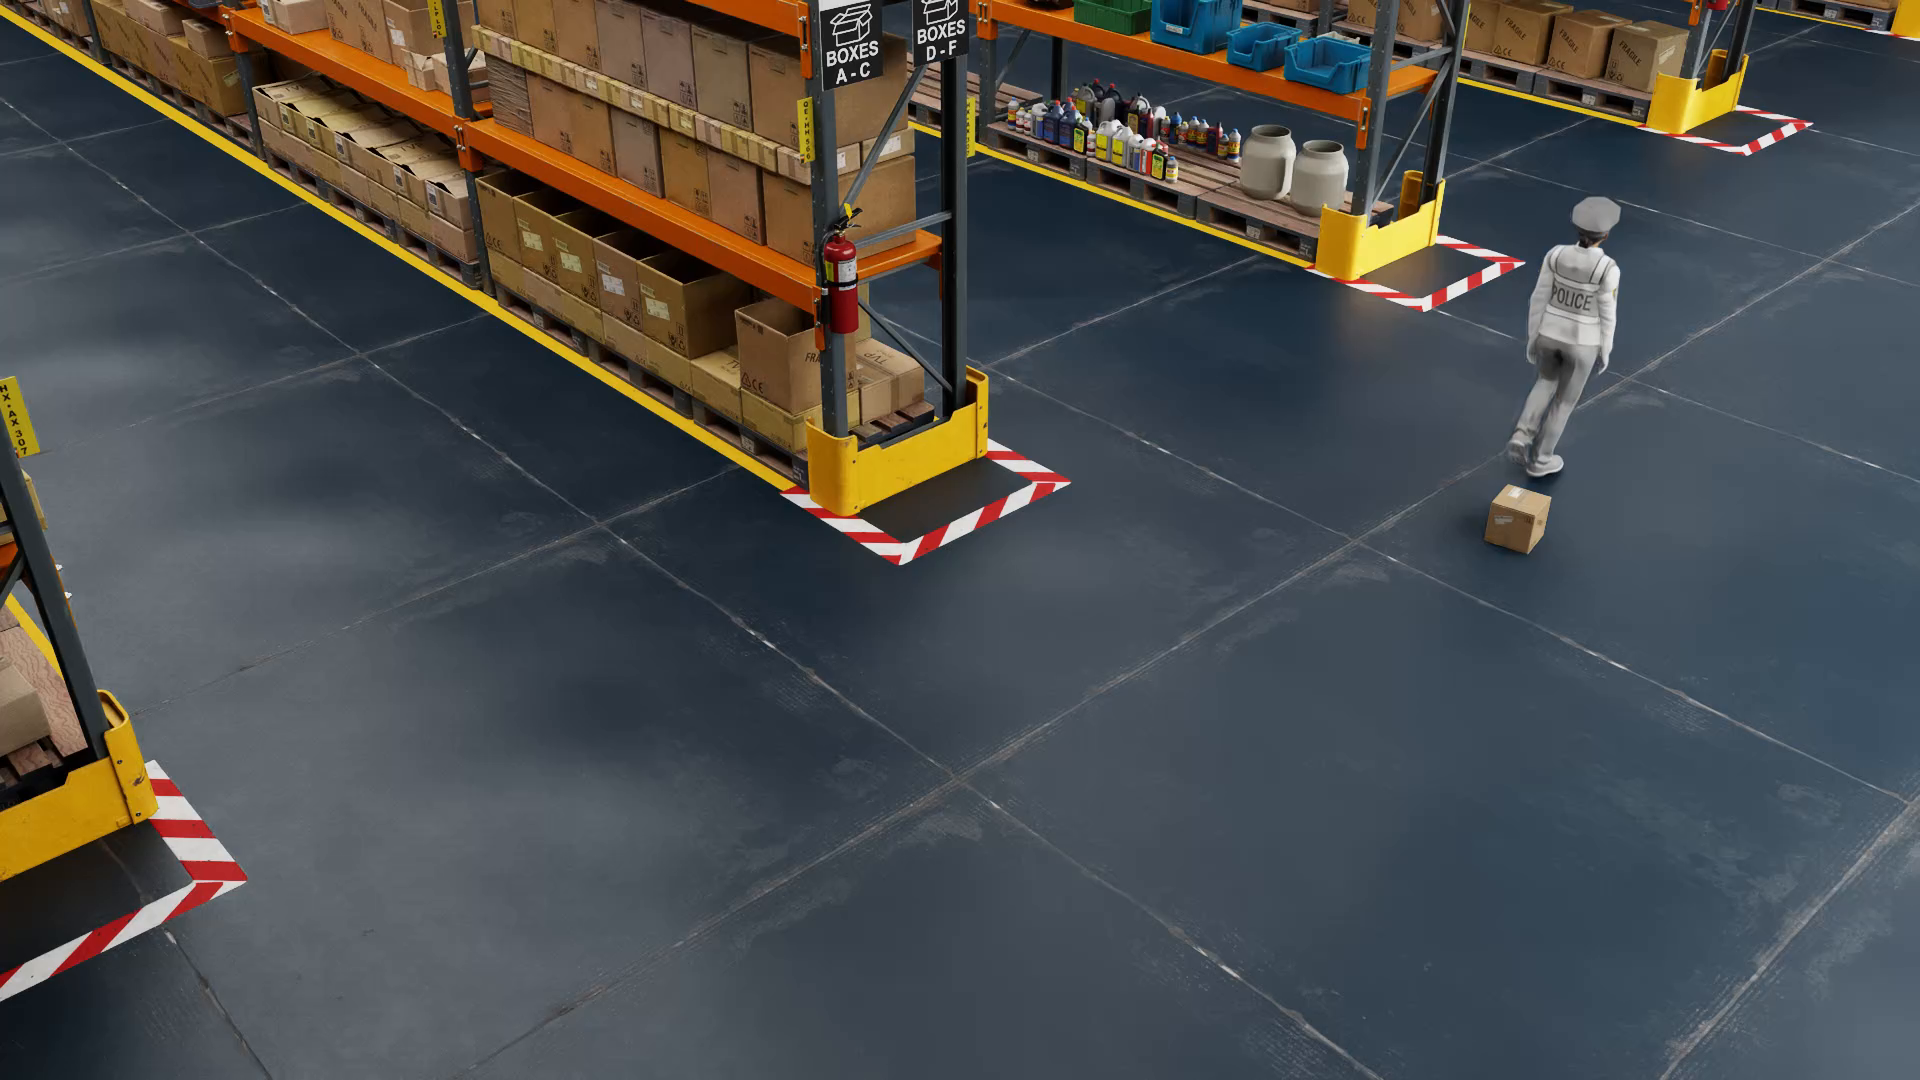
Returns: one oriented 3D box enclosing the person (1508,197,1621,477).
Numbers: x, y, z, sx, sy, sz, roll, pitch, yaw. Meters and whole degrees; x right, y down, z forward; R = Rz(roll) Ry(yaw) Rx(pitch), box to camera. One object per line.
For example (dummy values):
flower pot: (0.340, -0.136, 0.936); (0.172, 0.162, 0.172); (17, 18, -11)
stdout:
person: (3.458, -1.132, 9.442); (0.430, 1.689, 0.477); (-27, 41, -36)
